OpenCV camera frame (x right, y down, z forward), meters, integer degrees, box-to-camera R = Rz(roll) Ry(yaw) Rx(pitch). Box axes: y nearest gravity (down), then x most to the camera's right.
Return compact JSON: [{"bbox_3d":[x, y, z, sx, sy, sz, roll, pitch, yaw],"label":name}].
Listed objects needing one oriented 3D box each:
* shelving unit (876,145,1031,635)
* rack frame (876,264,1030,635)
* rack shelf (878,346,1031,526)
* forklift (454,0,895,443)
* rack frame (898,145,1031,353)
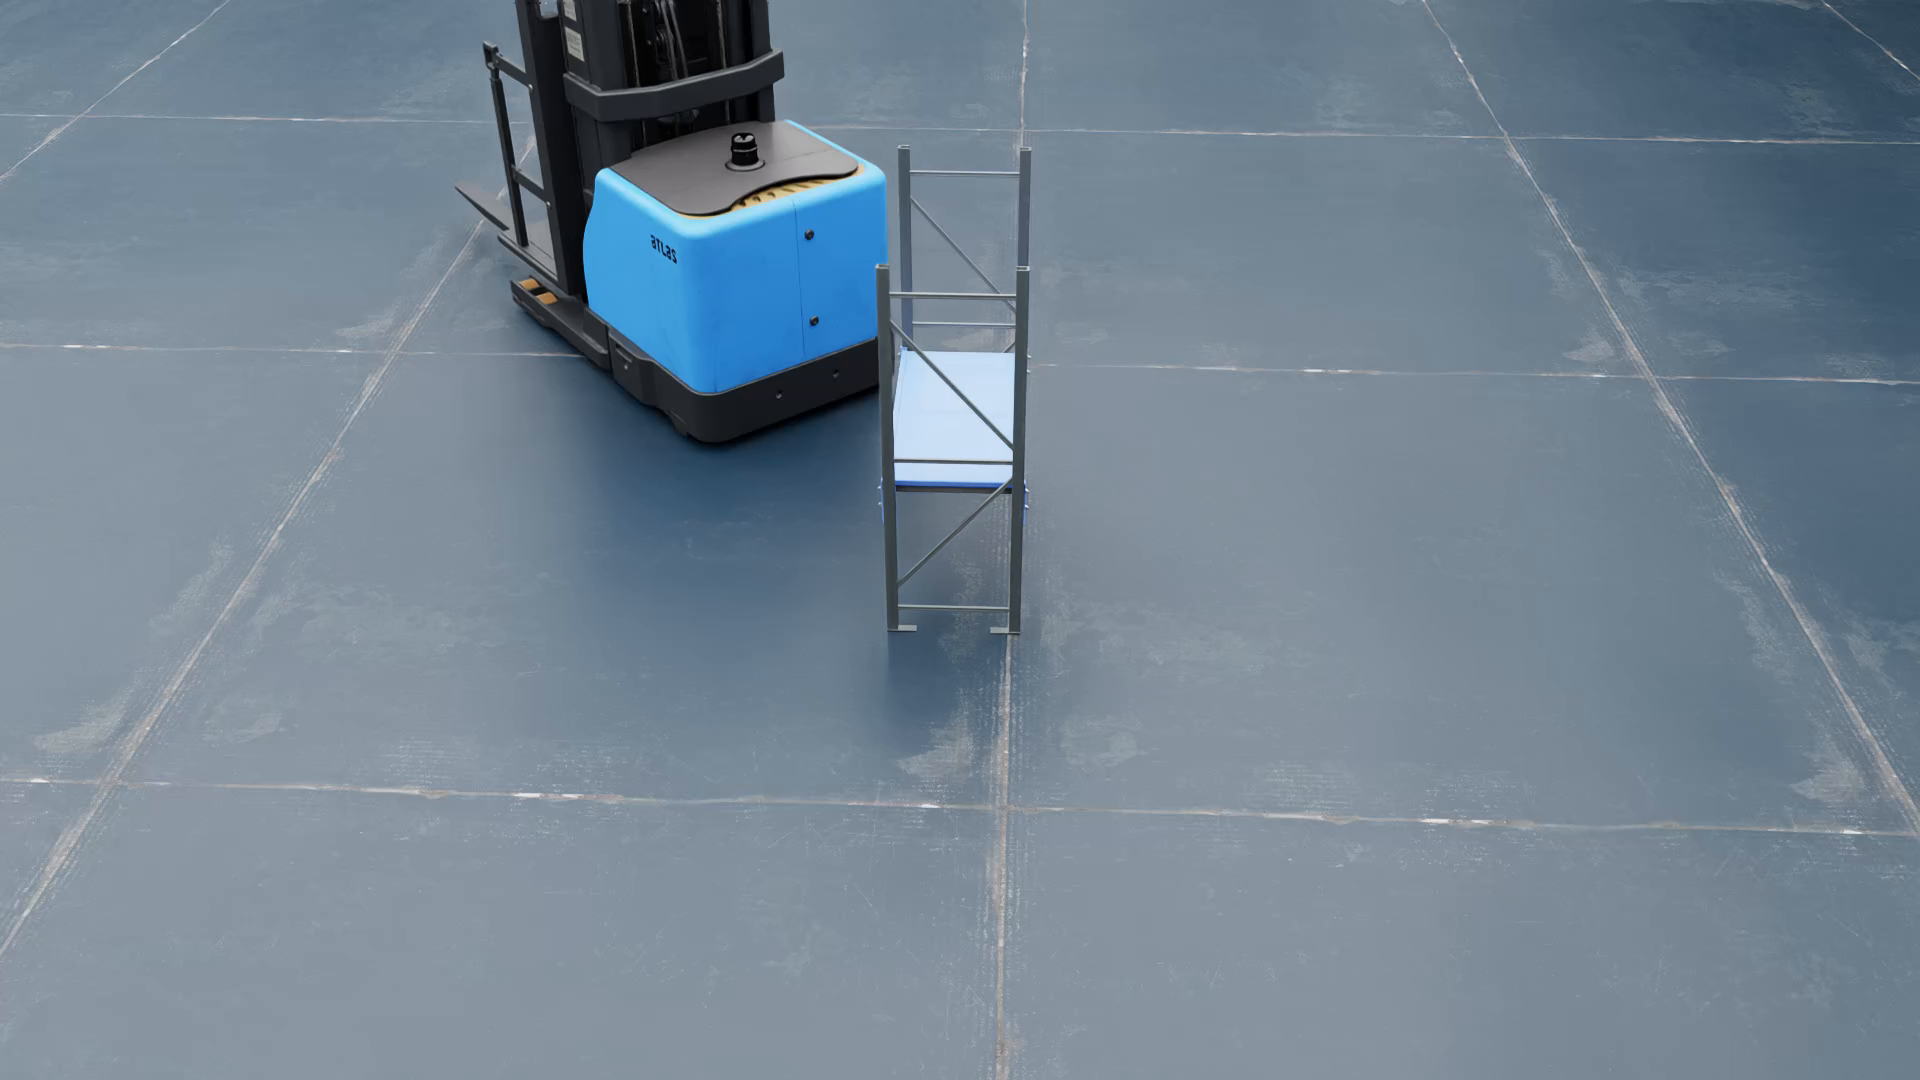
[{"bbox_3d":[-0.003,-0.565,6.249,0.538,1.500,1.048,1,35,2],"label":"shelving unit"},{"bbox_3d":[-0.024,-0.273,5.833,0.500,1.500,0.032,1,35,2],"label":"rack frame"},{"bbox_3d":[-0.003,-0.417,6.352,0.538,0.185,1.000,1,35,2],"label":"rack shelf"},{"bbox_3d":[-1.599,-2.412,7.633,1.130,2.935,3.031,-24,42,-30],"label":"forklift"},{"bbox_3d":[0.017,-0.857,6.665,0.500,1.500,0.032,1,35,2],"label":"rack frame"}]
